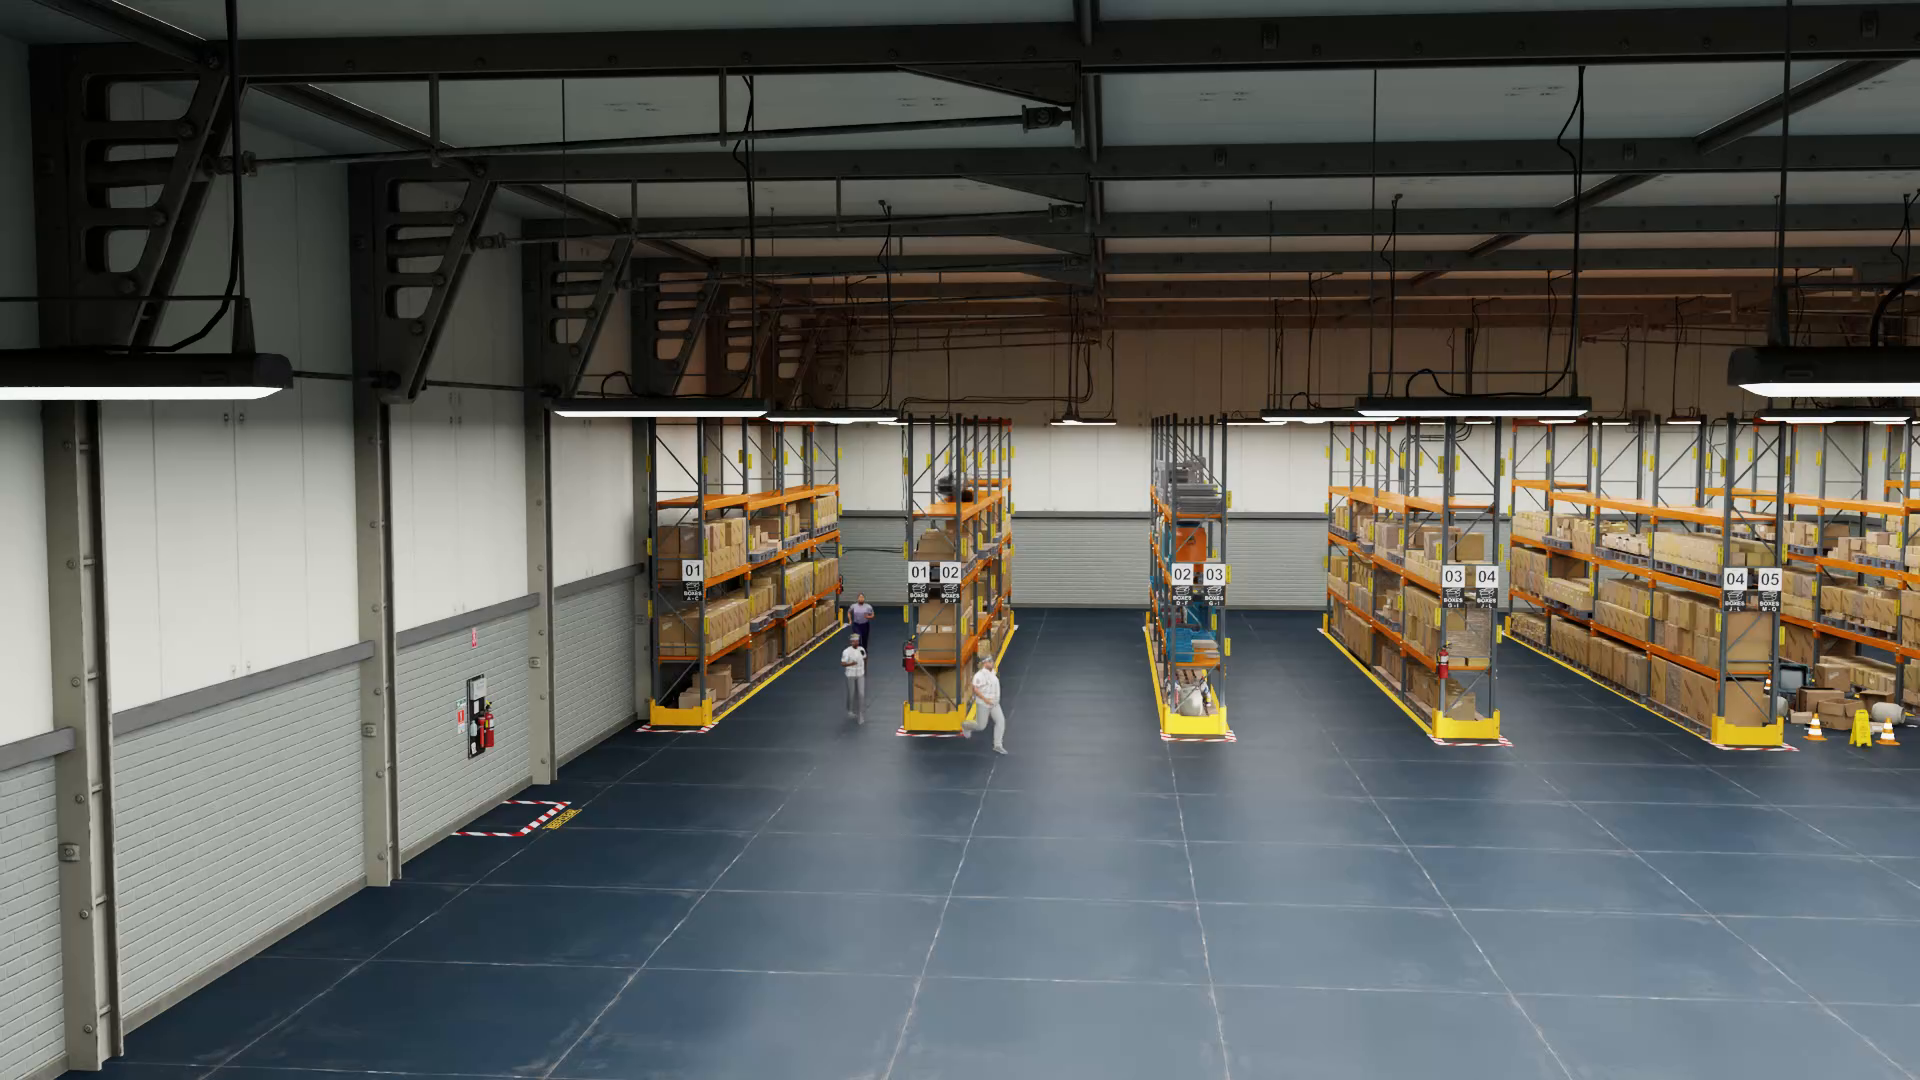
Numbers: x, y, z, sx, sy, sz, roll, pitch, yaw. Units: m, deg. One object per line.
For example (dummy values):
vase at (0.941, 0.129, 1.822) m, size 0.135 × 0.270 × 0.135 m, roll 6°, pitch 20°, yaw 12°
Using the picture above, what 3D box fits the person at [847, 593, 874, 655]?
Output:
person at (-2.266, 2.070, 38.189) m, size 0.601 × 1.656 × 0.872 m, roll -1°, pitch 4°, yaw -9°

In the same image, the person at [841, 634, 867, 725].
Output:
person at (-2.045, 2.682, 32.425) m, size 0.567 × 1.739 × 0.782 m, roll -1°, pitch 4°, yaw -15°

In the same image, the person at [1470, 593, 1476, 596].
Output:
person at (14.001, 1.808, 45.449) m, size 0.676 × 1.723 × 0.554 m, roll 0°, pitch 4°, yaw 6°

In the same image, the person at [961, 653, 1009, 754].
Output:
person at (0.460, 2.890, 29.498) m, size 0.985 × 1.777 × 0.647 m, roll 4°, pitch 5°, yaw 43°
